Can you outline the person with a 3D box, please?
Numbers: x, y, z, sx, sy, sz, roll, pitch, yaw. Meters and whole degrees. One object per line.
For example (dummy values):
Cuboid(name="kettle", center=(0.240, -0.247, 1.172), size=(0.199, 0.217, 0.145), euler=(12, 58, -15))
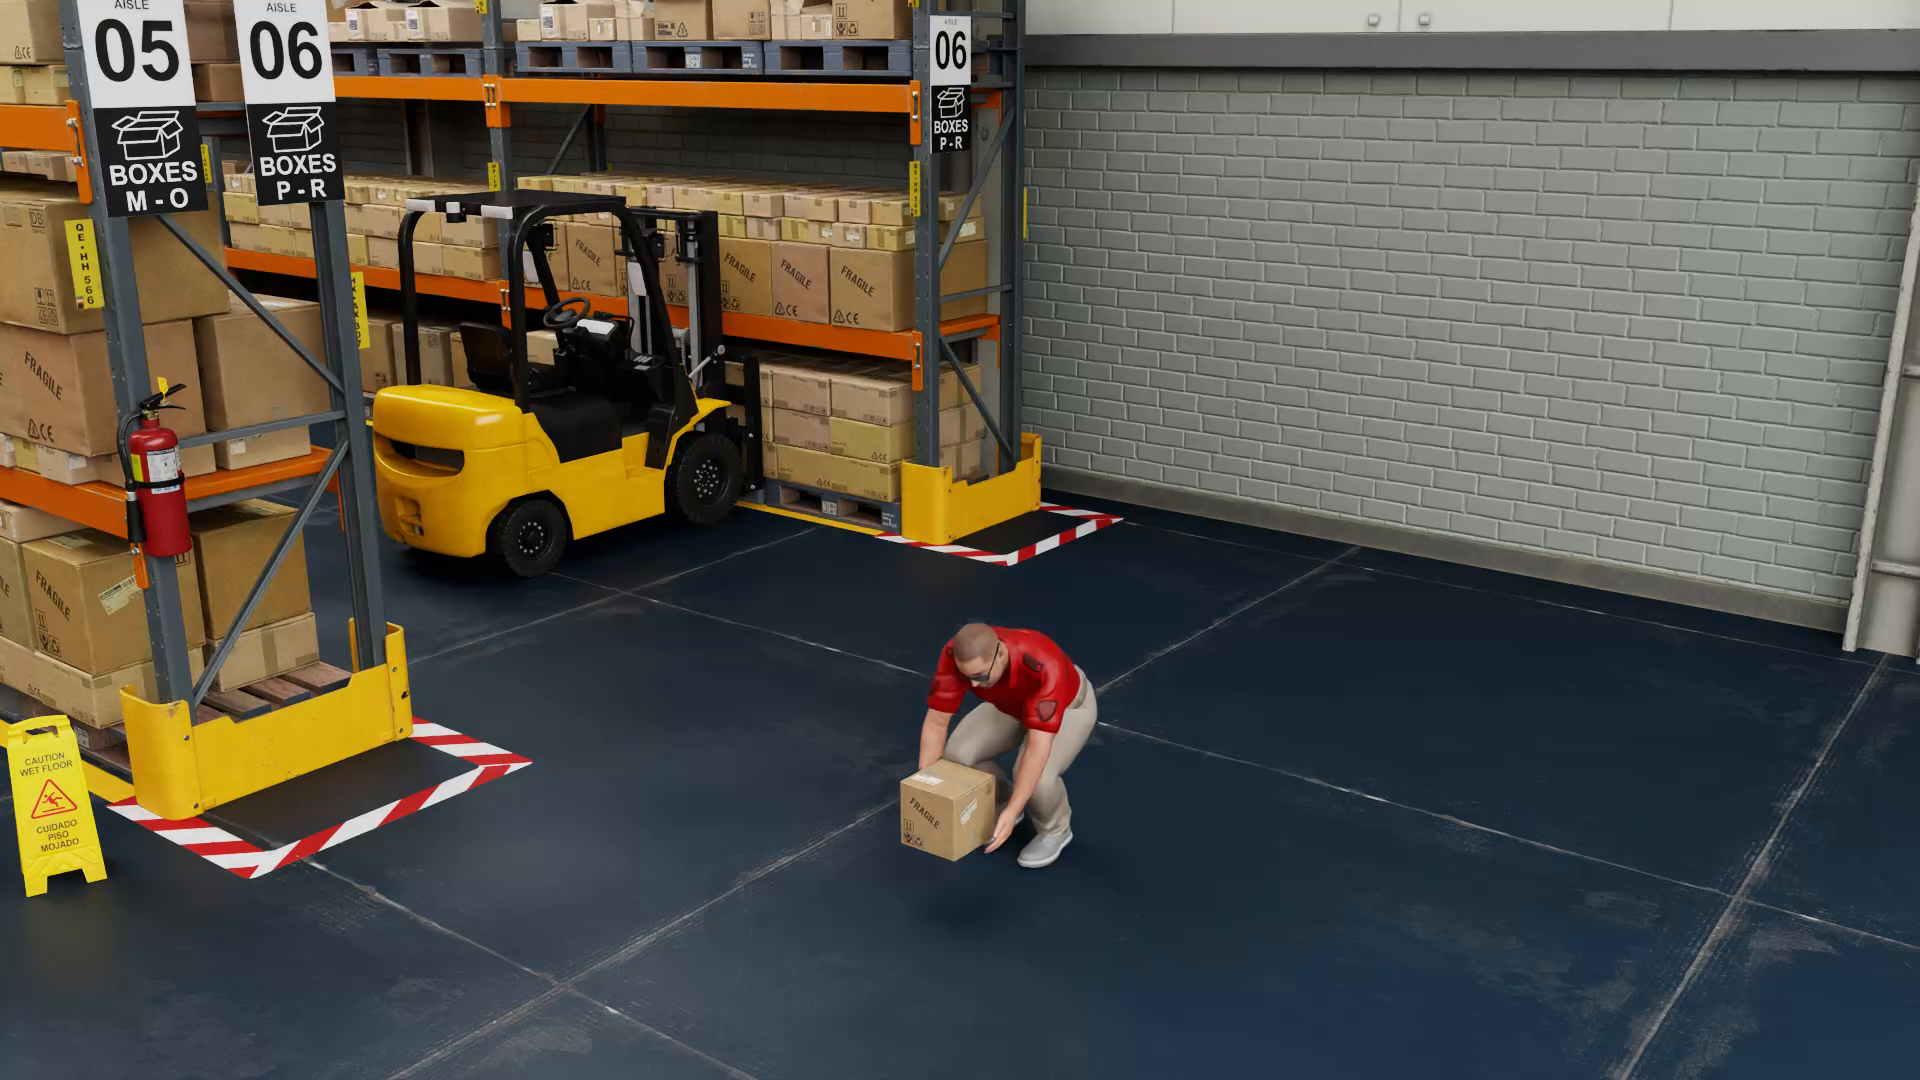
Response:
Cuboid(name="person", center=(0.210, 0.757, 6.338), size=(0.570, 0.978, 0.864), euler=(12, 20, 35))
